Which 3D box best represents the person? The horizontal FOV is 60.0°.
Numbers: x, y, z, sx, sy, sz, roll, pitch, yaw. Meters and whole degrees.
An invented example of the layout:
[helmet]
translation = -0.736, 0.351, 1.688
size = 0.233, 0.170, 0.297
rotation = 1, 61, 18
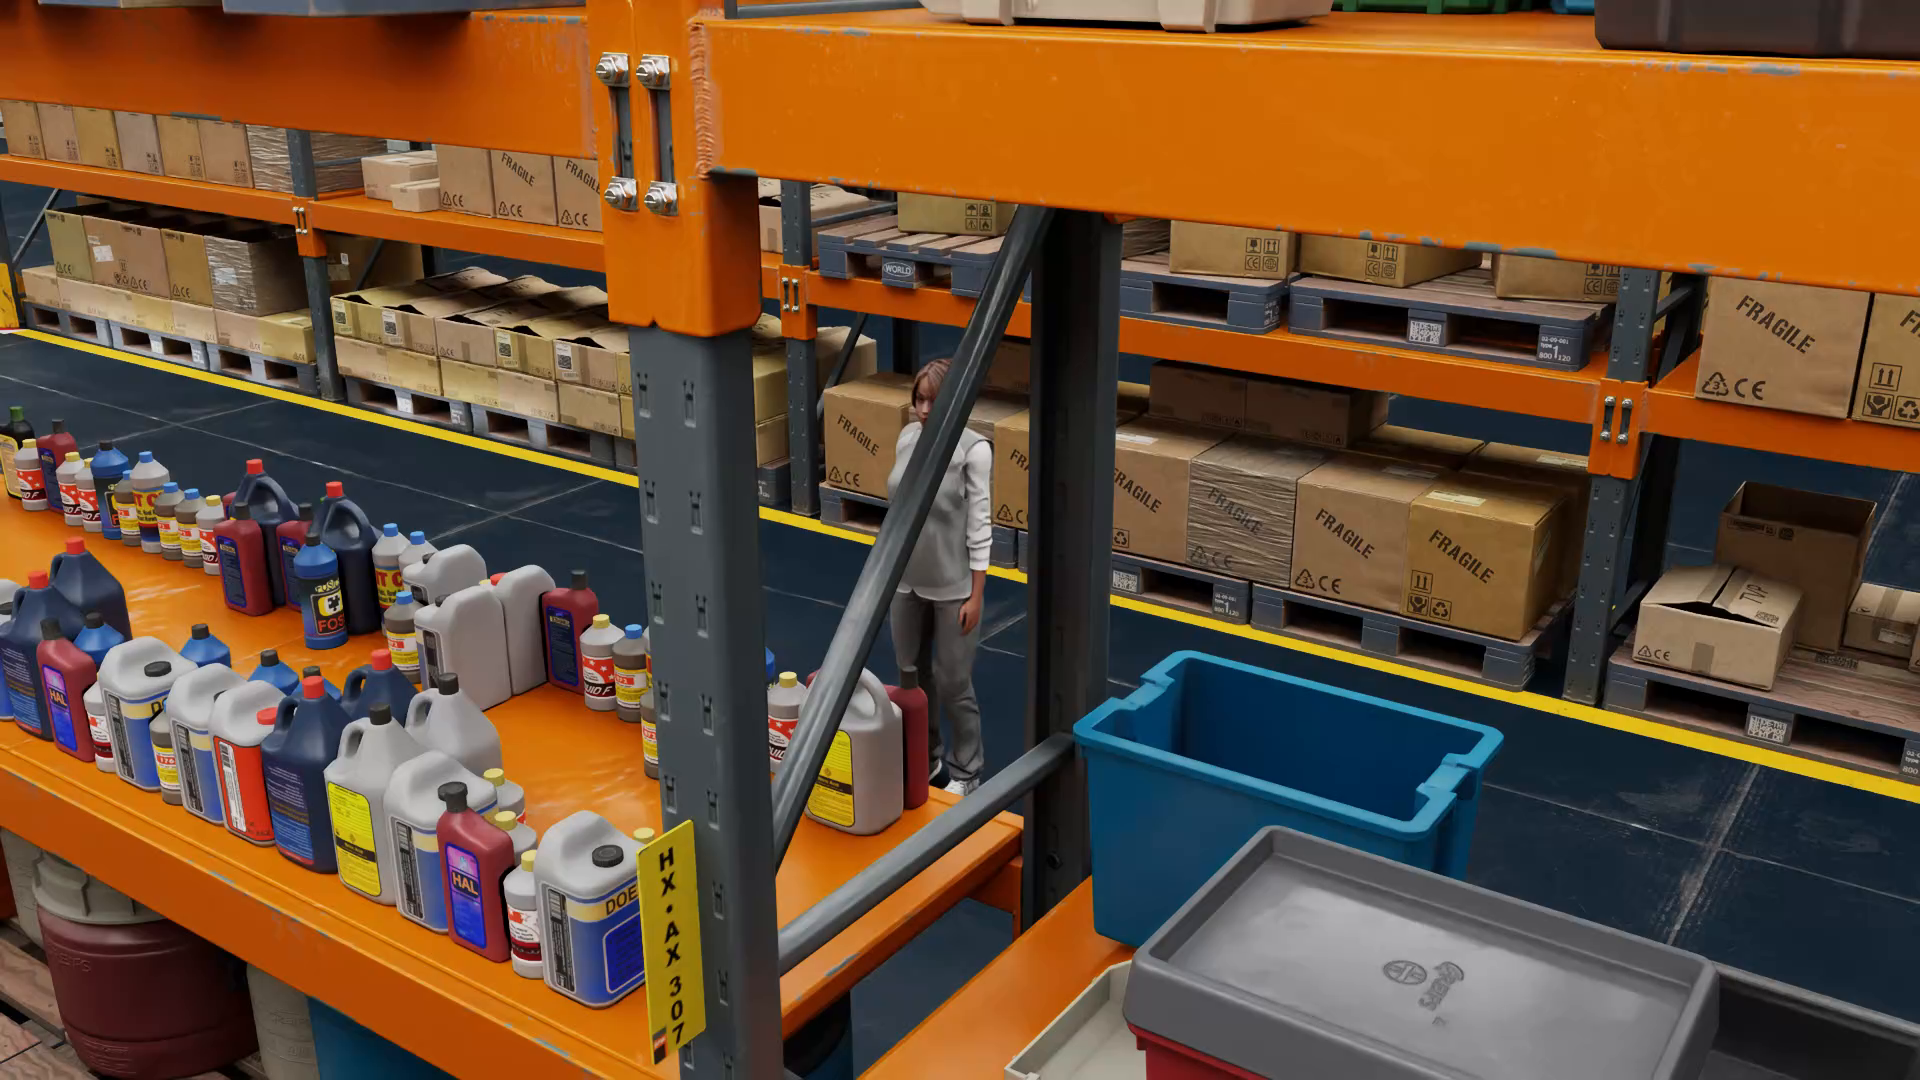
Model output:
[person]
translation = -0.065, 0.185, 5.649
size = 0.407, 1.640, 0.318
rotation = 14, 24, 33
